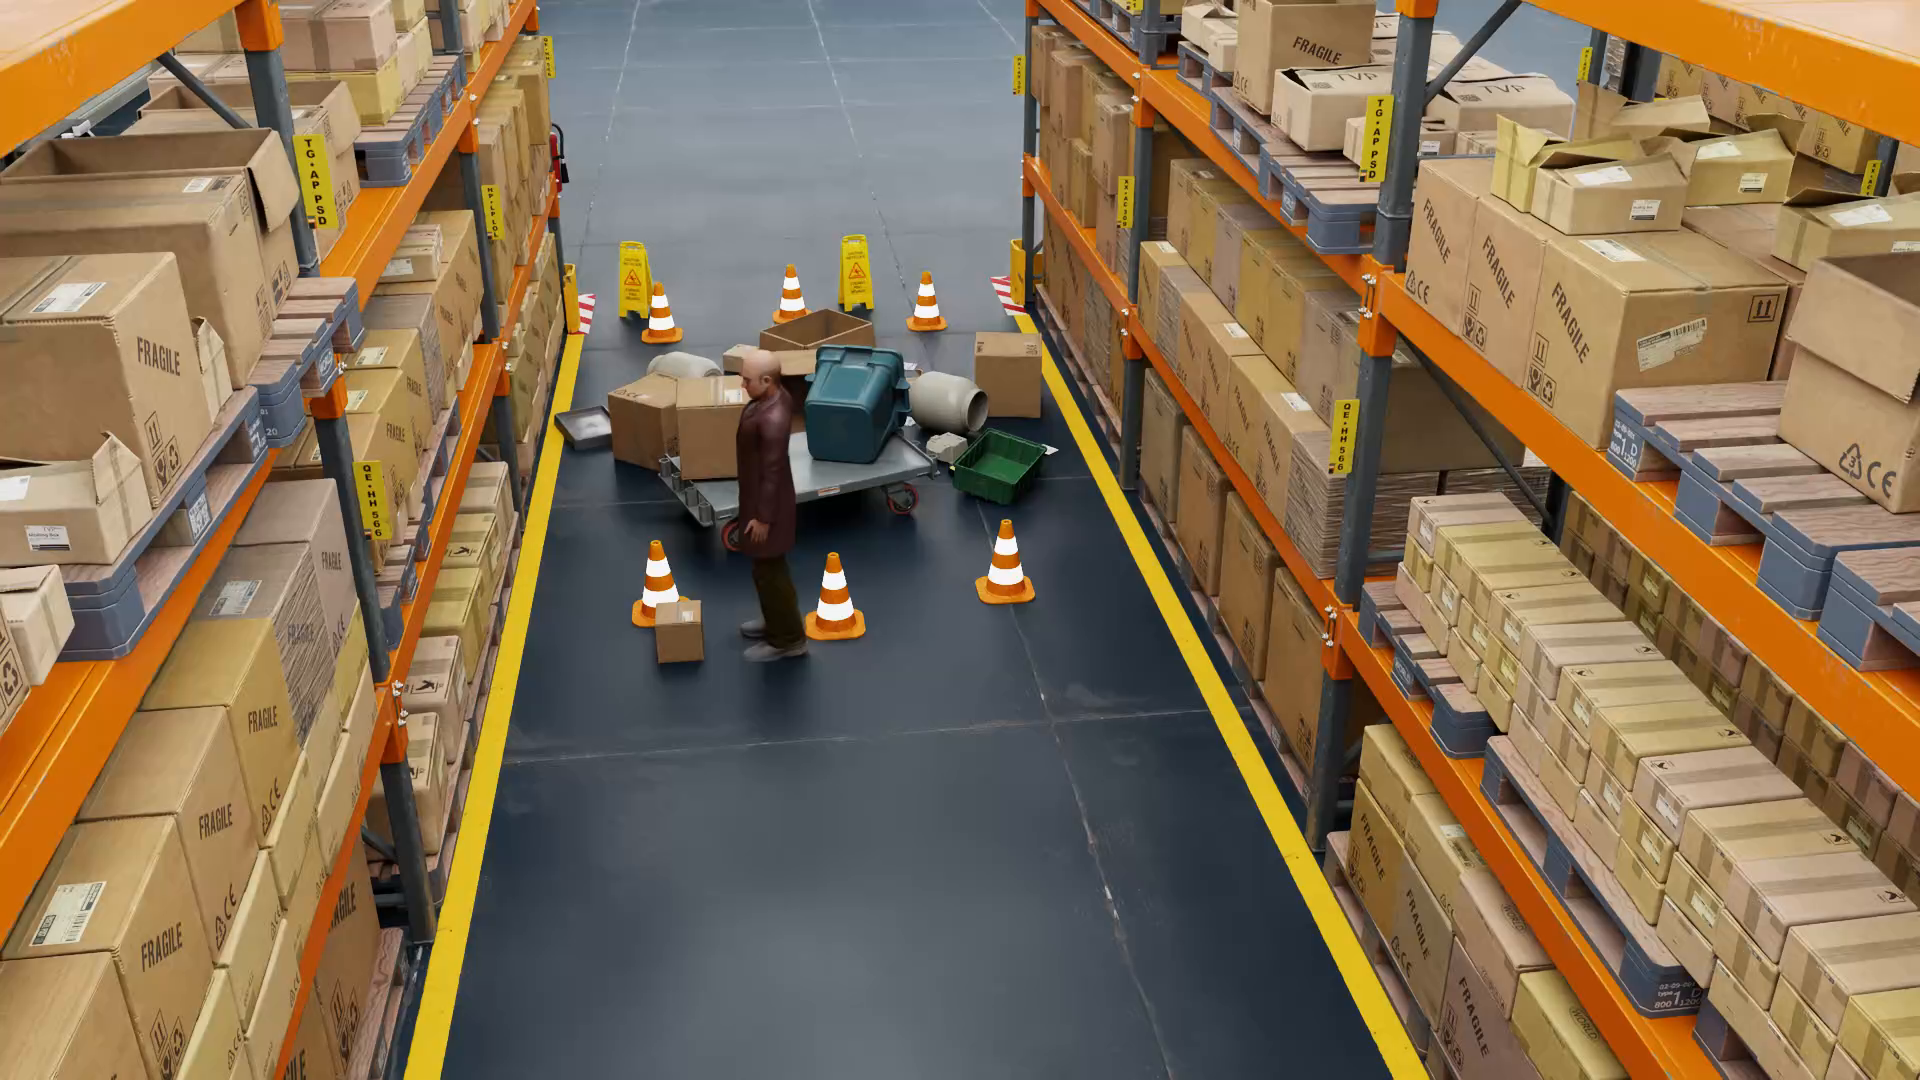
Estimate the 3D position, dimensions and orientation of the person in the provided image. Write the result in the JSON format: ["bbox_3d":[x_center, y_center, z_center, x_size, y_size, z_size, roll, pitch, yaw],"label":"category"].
[{"bbox_3d":[-1.052,-0.184,9.019,0.385,1.787,0.562,-3,27,-6],"label":"person"}]
